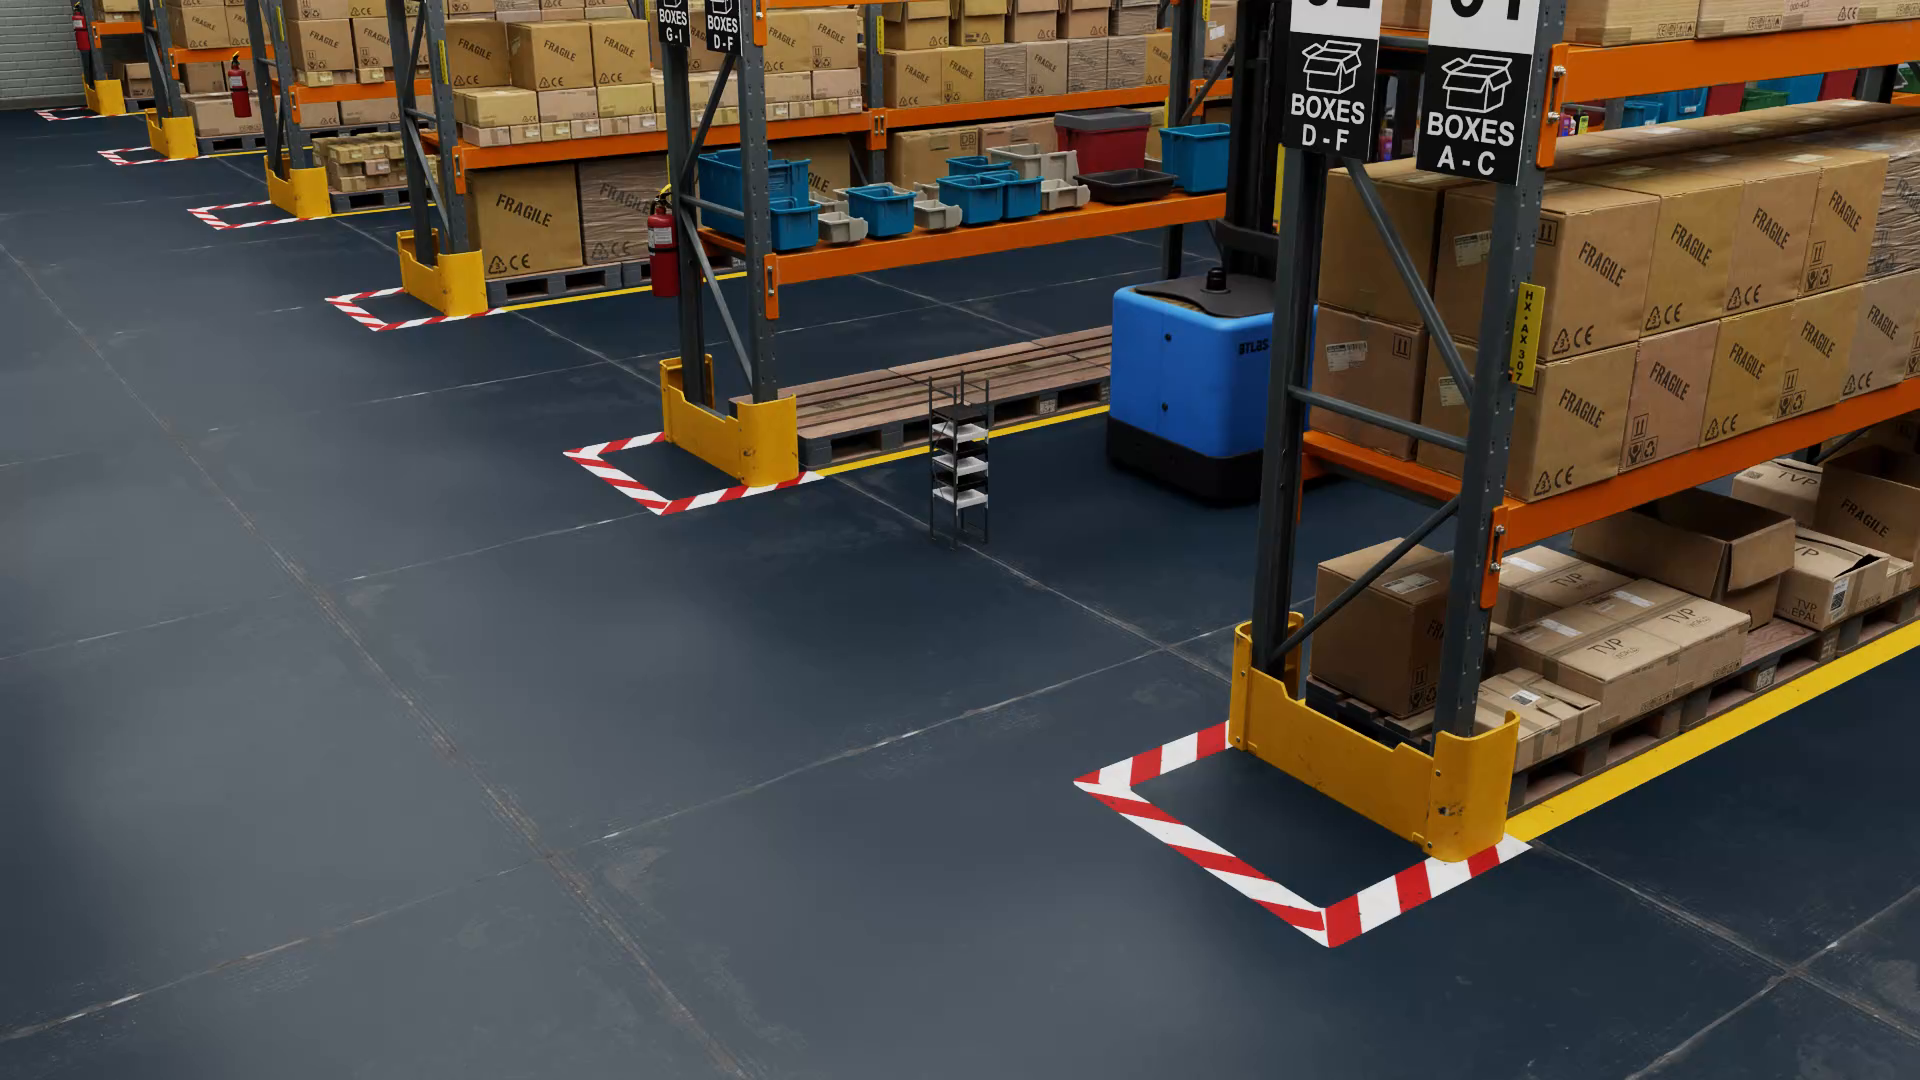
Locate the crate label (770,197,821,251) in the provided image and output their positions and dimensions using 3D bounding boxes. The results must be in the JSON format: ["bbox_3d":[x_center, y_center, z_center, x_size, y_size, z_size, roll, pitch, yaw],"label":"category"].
[{"bbox_3d":[-1.003,-1.814,9.539,0.303,0.233,0.416,-15,26,-33],"label":"crate label"}]

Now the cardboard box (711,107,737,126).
[{"bbox_3d":[-2.141,-3.706,14.474,0.250,0.149,0.380,-15,26,-34],"label":"cardboard box"}]

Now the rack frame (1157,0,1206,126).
[{"bbox_3d":[2.205,-5.131,17.707,0.127,3.000,1.000,-15,26,-33],"label":"rack frame"}]

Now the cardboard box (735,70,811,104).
[{"bbox_3d":[-1.665,-4.046,14.790,0.500,0.250,0.500,-14,26,-31],"label":"cardboard box"}]

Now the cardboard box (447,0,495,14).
[{"bbox_3d":[-5.331,-5.908,17.770,0.500,0.500,0.500,-16,27,-34],"label":"cardboard box"}]

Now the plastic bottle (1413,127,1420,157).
[{"bbox_3d":[3.389,-2.954,12.418,0.135,0.276,0.152,-15,26,-33],"label":"plastic bottle"}]

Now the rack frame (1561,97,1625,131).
[{"bbox_3d":[5.098,-3.641,13.973,0.127,3.000,1.000,-15,26,-33],"label":"rack frame"}]

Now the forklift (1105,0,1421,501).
[{"bbox_3d":[2.387,-1.981,9.906,3.031,2.935,1.130,-14,26,-31],"label":"forklift"}]

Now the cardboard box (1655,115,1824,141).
[{"bbox_3d":[3.358,-1.555,7.261,0.500,0.500,0.500,-16,27,-34],"label":"cardboard box"}]

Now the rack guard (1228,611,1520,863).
[{"bbox_3d":[1.556,0.726,6.402,0.348,0.500,1.175,-15,26,-33],"label":"rack guard"}]

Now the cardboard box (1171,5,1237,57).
[{"bbox_3d":[2.620,-5.501,17.934,0.500,0.500,0.500,-19,29,-39],"label":"cardboard box"}]

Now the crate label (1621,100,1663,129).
[{"bbox_3d":[5.659,-3.542,13.950,0.416,0.233,0.303,-15,26,-33],"label":"crate label"}]

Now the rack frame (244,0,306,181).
[{"bbox_3d":[-7.103,-4.913,17.162,0.127,3.000,1.000,-15,26,-33],"label":"rack frame"}]

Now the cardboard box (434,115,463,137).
[{"bbox_3d":[-4.192,-3.459,13.856,0.250,0.149,0.380,-14,26,-32],"label":"cardboard box"}]

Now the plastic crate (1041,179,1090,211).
[{"bbox_3d":[0.613,-2.213,10.670,0.466,0.136,0.293,-15,26,-33],"label":"plastic crate"}]

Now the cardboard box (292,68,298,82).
[{"bbox_3d":[-7.004,-4.952,17.599,0.250,0.149,0.380,-15,26,-33],"label":"cardboard box"}]

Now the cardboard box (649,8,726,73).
[{"bbox_3d":[-2.404,-4.437,14.757,0.500,0.500,0.500,-16,27,-34],"label":"cardboard box"}]

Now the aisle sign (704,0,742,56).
[{"bbox_3d":[-1.281,-3.012,8.889,0.004,0.787,0.394,-15,26,-33],"label":"aisle sign"}]

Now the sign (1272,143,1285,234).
[{"bbox_3d":[1.186,-1.274,6.053,0.005,0.325,0.100,-15,26,-33],"label":"sign"}]

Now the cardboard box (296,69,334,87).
[{"bbox_3d":[-6.649,-4.768,17.137,0.250,0.149,0.380,-15,26,-33],"label":"cardboard box"}]

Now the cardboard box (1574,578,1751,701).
[{"bbox_3d":[2.913,0.406,6.949,0.500,0.250,0.500,-15,26,-33],"label":"cardboard box"}]

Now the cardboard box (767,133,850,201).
[{"bbox_3d":[-1.624,-3.355,15.556,0.875,0.875,0.875,-15,26,-33],"label":"cardboard box"}]

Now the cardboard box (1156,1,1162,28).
[{"bbox_3d":[2.930,-7.664,23.853,0.550,0.550,0.875,-15,26,-33],"label":"cardboard box"}]

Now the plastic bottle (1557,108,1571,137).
[{"bbox_3d":[4.832,-3.321,13.329,0.133,0.283,0.061,-15,26,-33],"label":"plastic bottle"}]

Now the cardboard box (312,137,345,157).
[{"bbox_3d":[-6.821,-4.251,17.981,0.250,0.149,0.380,-15,26,-32],"label":"cardboard box"}]

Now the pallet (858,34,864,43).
[{"bbox_3d":[-1.126,-6.370,21.070,1.003,0.211,1.213,-15,26,-33],"label":"pallet"}]

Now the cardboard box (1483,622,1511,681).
[{"bbox_3d":[2.173,0.441,6.973,0.250,0.166,0.380,-15,26,-33],"label":"cardboard box"}]

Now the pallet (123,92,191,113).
[{"bbox_3d":[-12.270,-6.767,25.571,1.213,0.211,1.003,-15,26,-33],"label":"pallet"}]

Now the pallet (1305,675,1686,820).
[{"bbox_3d":[2.202,0.688,6.888,1.213,0.211,1.003,-15,26,-33],"label":"pallet"}]

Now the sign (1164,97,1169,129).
[{"bbox_3d":[1.531,-3.070,12.168,0.005,0.325,0.100,-15,26,-33],"label":"sign"}]

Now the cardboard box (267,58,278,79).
[{"bbox_3d":[-10.867,-7.409,26.223,0.500,0.500,0.700,-16,27,-35],"label":"cardboard box"}]

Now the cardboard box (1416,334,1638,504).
[{"bbox_3d":[2.008,-0.481,5.921,0.500,0.500,0.500,-14,26,-32],"label":"cardboard box"}]

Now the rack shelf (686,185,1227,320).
[{"bbox_3d":[0.228,-2.008,10.852,4.000,0.370,1.077,-15,26,-33],"label":"rack shelf"}]

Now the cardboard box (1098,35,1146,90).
[{"bbox_3d":[1.541,-4.890,16.968,0.500,0.500,0.500,-15,26,-33],"label":"cardboard box"}]

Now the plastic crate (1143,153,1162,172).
[{"bbox_3d":[1.390,-2.623,11.696,0.243,0.136,0.396,-15,26,-33],"label":"plastic crate"}]

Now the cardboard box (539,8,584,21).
[{"bbox_3d":[-4.506,-5.662,18.502,0.500,0.500,0.500,-16,27,-34],"label":"cardboard box"}]

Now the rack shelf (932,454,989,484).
[{"bbox_3d":[-0.007,-0.385,8.738,0.200,0.077,0.258,-15,26,-33],"label":"rack shelf"}]

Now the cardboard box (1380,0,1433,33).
[{"bbox_3d":[1.757,-1.932,5.847,0.500,0.250,0.500,-15,26,-33],"label":"cardboard box"}]

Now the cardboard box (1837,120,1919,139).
[{"bbox_3d":[4.067,-1.496,7.114,0.500,0.500,0.500,-16,27,-34],"label":"cardboard box"}]

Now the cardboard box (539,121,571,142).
[{"bbox_3d":[-3.393,-3.372,13.638,0.250,0.149,0.380,-16,27,-34],"label":"cardboard box"}]

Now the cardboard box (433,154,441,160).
[{"bbox_3d":[-5.694,-4.189,18.227,0.250,0.149,0.380,-16,27,-35],"label":"cardboard box"}]

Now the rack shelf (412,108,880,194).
[{"bbox_3d":[-2.665,-3.498,14.586,4.000,0.370,1.077,-15,26,-33],"label":"rack shelf"}]

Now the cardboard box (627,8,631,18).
[{"bbox_3d":[-5.062,-7.517,23.889,0.500,0.250,0.500,-15,26,-34],"label":"cardboard box"}]

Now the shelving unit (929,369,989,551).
[{"bbox_3d":[-0.007,-0.416,8.725,0.210,0.900,0.258,-15,26,-33],"label":"shelving unit"}]

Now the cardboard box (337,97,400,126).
[{"bbox_3d":[-8.128,-5.954,22.660,0.875,0.438,0.875,-16,27,-34],"label":"cardboard box"}]

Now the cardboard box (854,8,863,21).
[{"bbox_3d":[-1.375,-6.448,20.378,0.250,0.149,0.380,-15,26,-33],"label":"cardboard box"}]

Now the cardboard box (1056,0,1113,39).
[{"bbox_3d":[1.072,-5.350,16.767,0.637,0.503,0.797,-14,26,-32],"label":"cardboard box"}]

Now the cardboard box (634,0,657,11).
[{"bbox_3d":[-3.644,-6.279,19.555,0.250,0.149,0.380,-14,25,-30],"label":"cardboard box"}]

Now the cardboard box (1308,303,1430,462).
[{"bbox_3d":[1.699,-0.644,6.327,0.500,0.500,0.500,-14,26,-31],"label":"cardboard box"}]

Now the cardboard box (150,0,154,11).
[{"bbox_3d":[-12.043,-8.068,24.869,0.500,0.250,0.500,-15,26,-32],"label":"cardboard box"}]

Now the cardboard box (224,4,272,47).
[{"bbox_3d":[-9.124,-6.563,21.160,0.500,0.500,0.500,-15,26,-34],"label":"cardboard box"}]
